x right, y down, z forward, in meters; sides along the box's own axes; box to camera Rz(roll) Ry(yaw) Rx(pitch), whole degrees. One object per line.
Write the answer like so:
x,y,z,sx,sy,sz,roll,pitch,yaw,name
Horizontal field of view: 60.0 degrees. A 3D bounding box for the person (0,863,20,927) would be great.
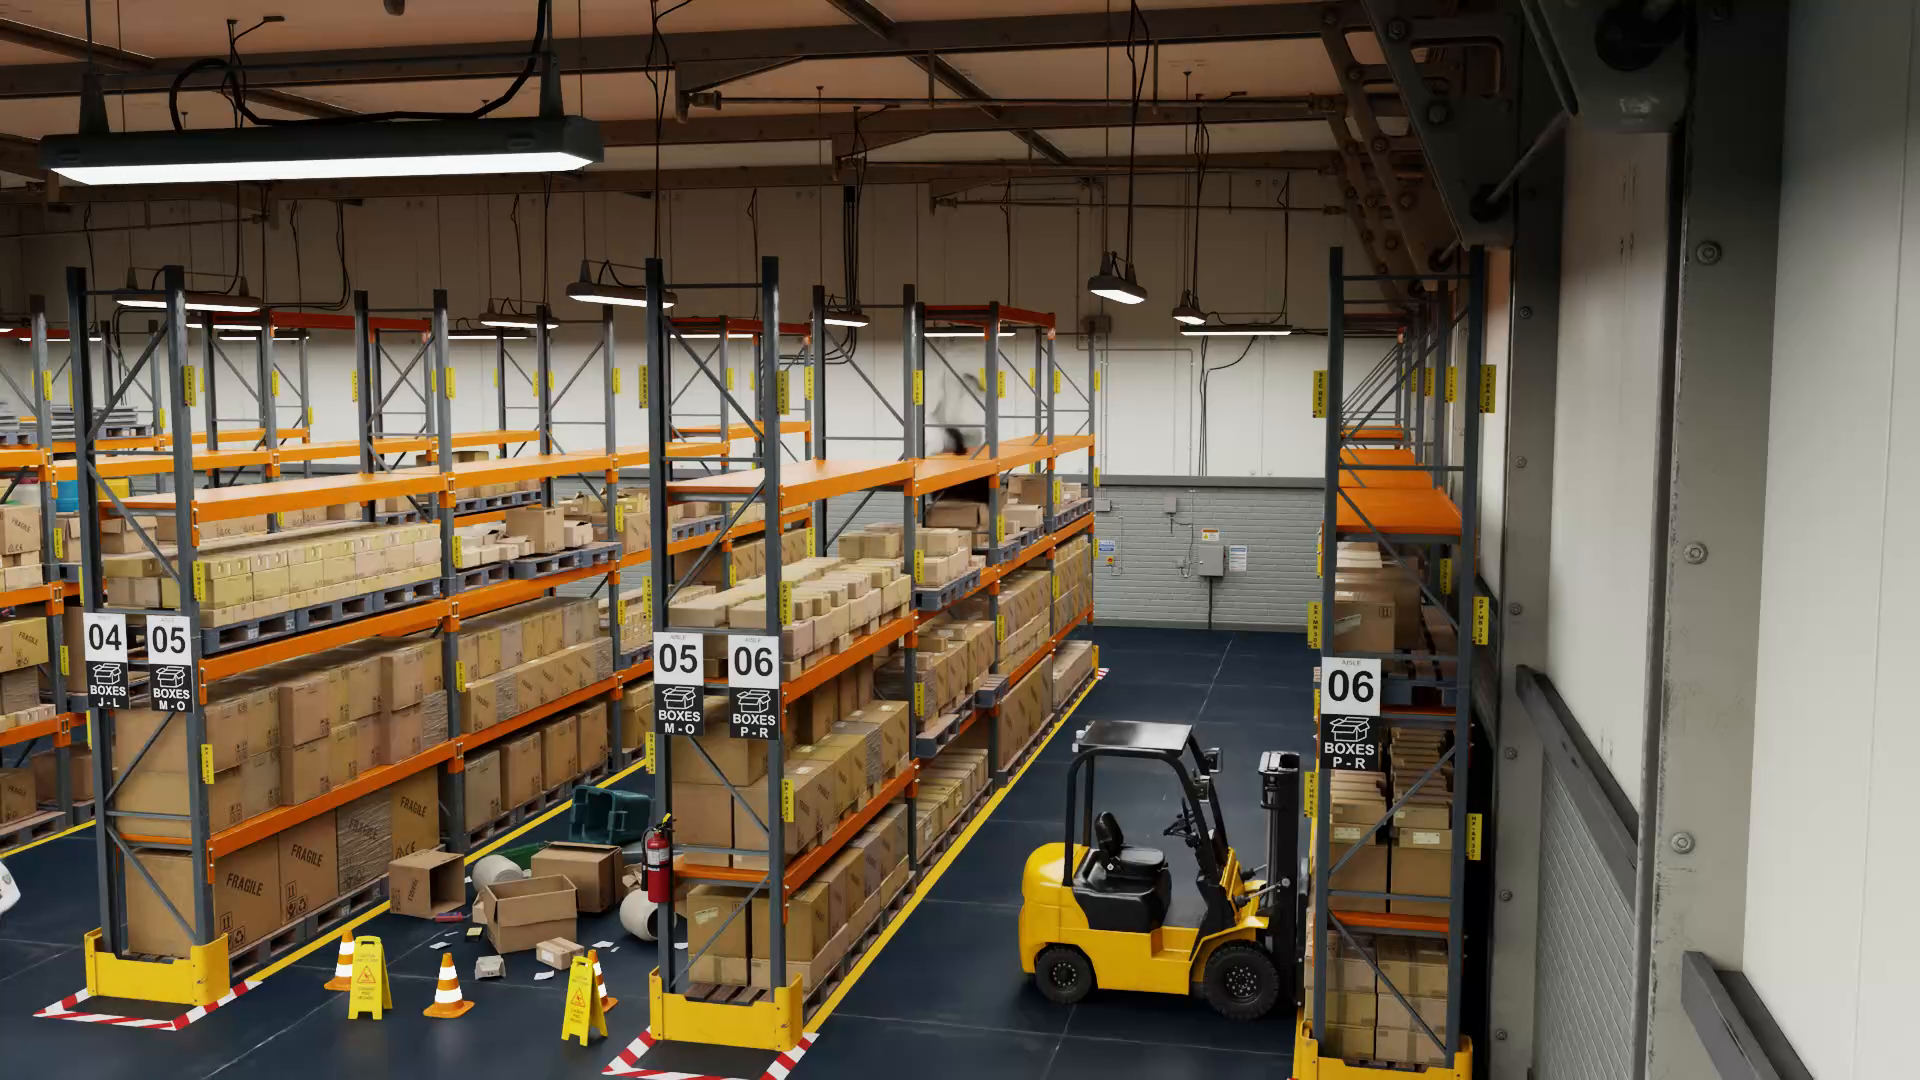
-7.588,3.031,12.805,0.640,1.709,0.903,-3,7,-30,person
